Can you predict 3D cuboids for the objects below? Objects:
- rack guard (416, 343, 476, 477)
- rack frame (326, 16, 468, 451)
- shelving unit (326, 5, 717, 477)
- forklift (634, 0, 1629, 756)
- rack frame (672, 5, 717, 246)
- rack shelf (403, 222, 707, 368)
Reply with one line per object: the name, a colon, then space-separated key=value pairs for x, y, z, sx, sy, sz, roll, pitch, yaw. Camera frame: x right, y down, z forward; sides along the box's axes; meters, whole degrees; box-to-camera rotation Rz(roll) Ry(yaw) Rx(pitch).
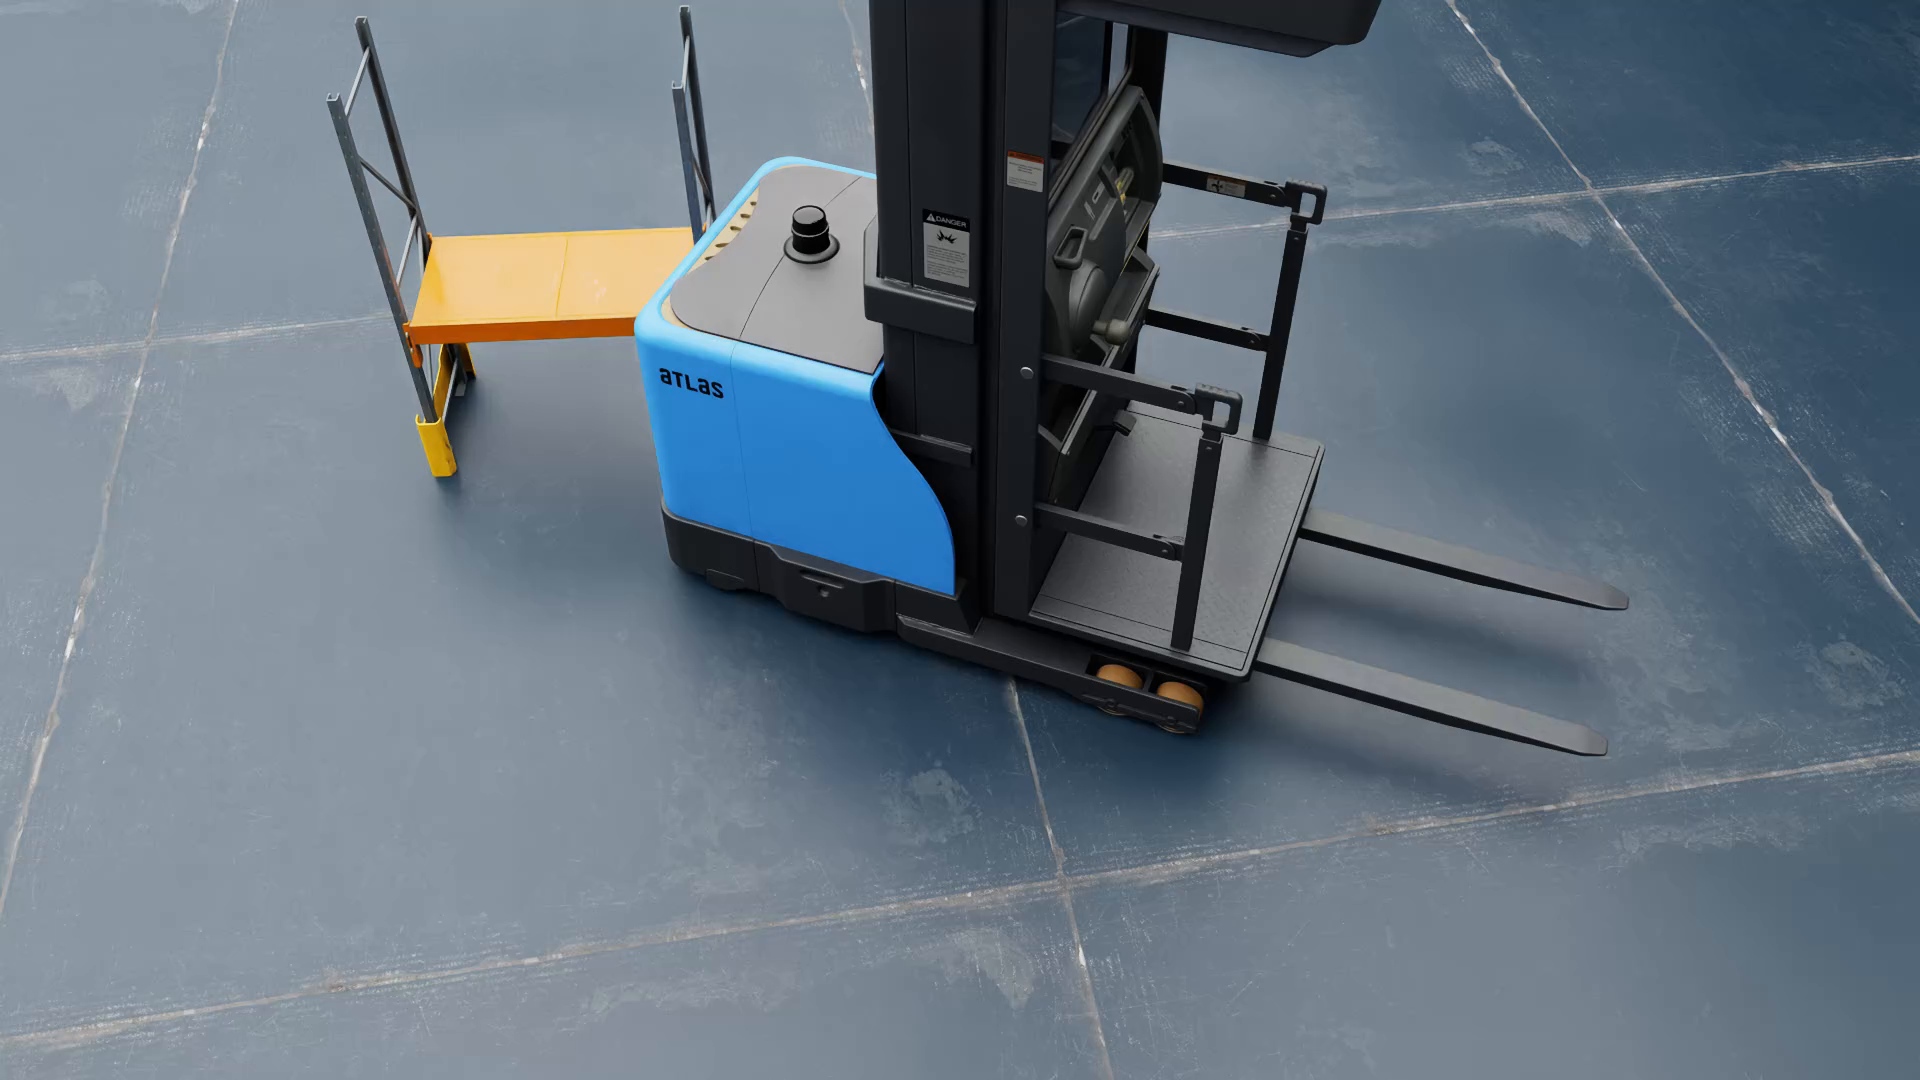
rack guard: x=-1.876 y=-0.525 z=6.082 sx=0.087 sy=0.250 sz=0.587 roll=-3 pitch=46 yaw=-3
rack frame: x=-1.877 y=-0.959 z=5.632 sx=0.032 sy=1.500 sz=0.500 roll=-3 pitch=46 yaw=-3
shelving unit: x=-1.379 y=-0.983 z=5.656 sx=1.083 sy=1.500 sz=0.587 roll=-3 pitch=46 yaw=-3
forklift: x=0.588 y=-0.853 z=4.537 sx=3.031 sy=2.935 sz=1.130 roll=16 pitch=48 yaw=14
rack frame: x=-0.863 y=-1.008 z=5.680 sx=0.032 sy=1.500 sz=0.500 roll=-3 pitch=46 yaw=-3
rack shelf: x=-1.370 y=-0.859 z=5.786 sx=1.000 sy=0.185 sz=0.538 roll=-3 pitch=46 yaw=-3
